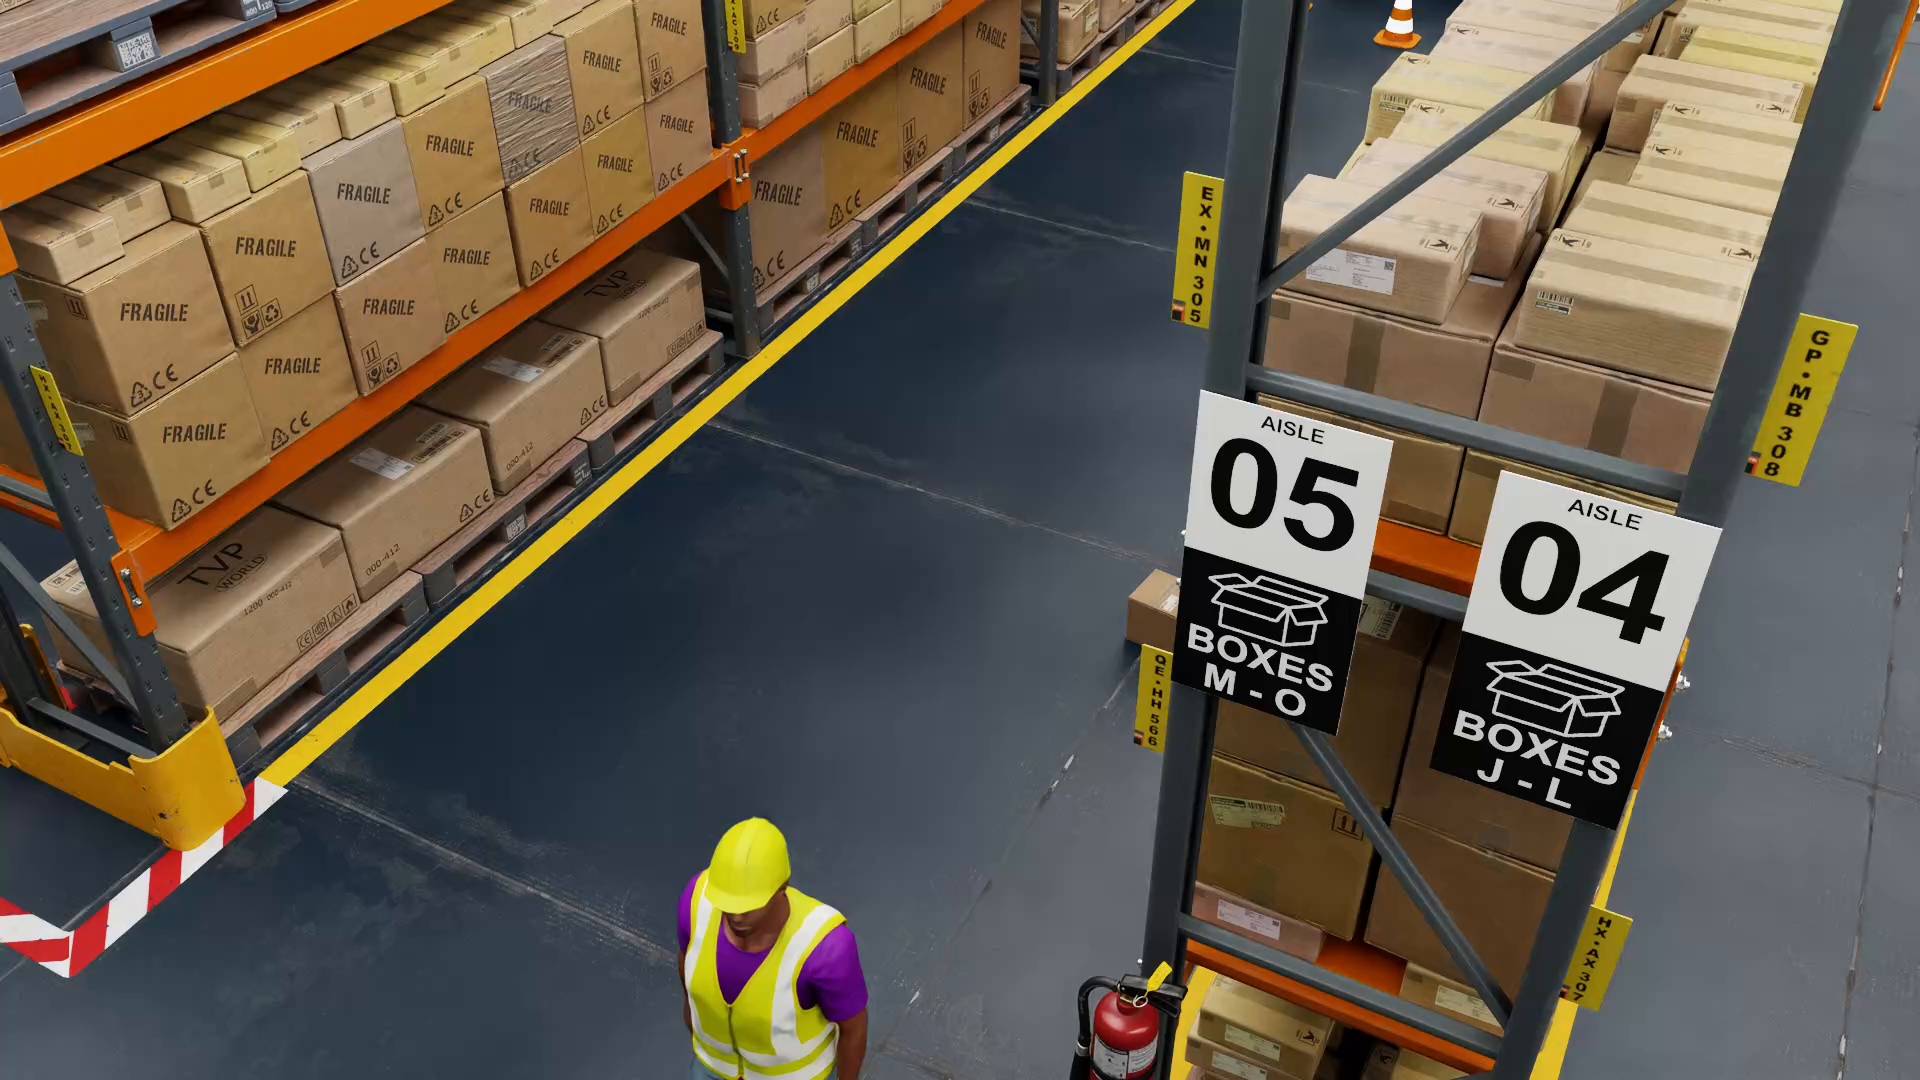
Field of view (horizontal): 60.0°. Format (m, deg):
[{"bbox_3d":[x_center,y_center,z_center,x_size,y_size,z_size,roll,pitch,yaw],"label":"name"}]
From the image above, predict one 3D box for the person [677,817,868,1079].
[{"bbox_3d":[-0.596,1.550,4.746,0.643,1.823,0.600,13,39,16],"label":"person"}]
